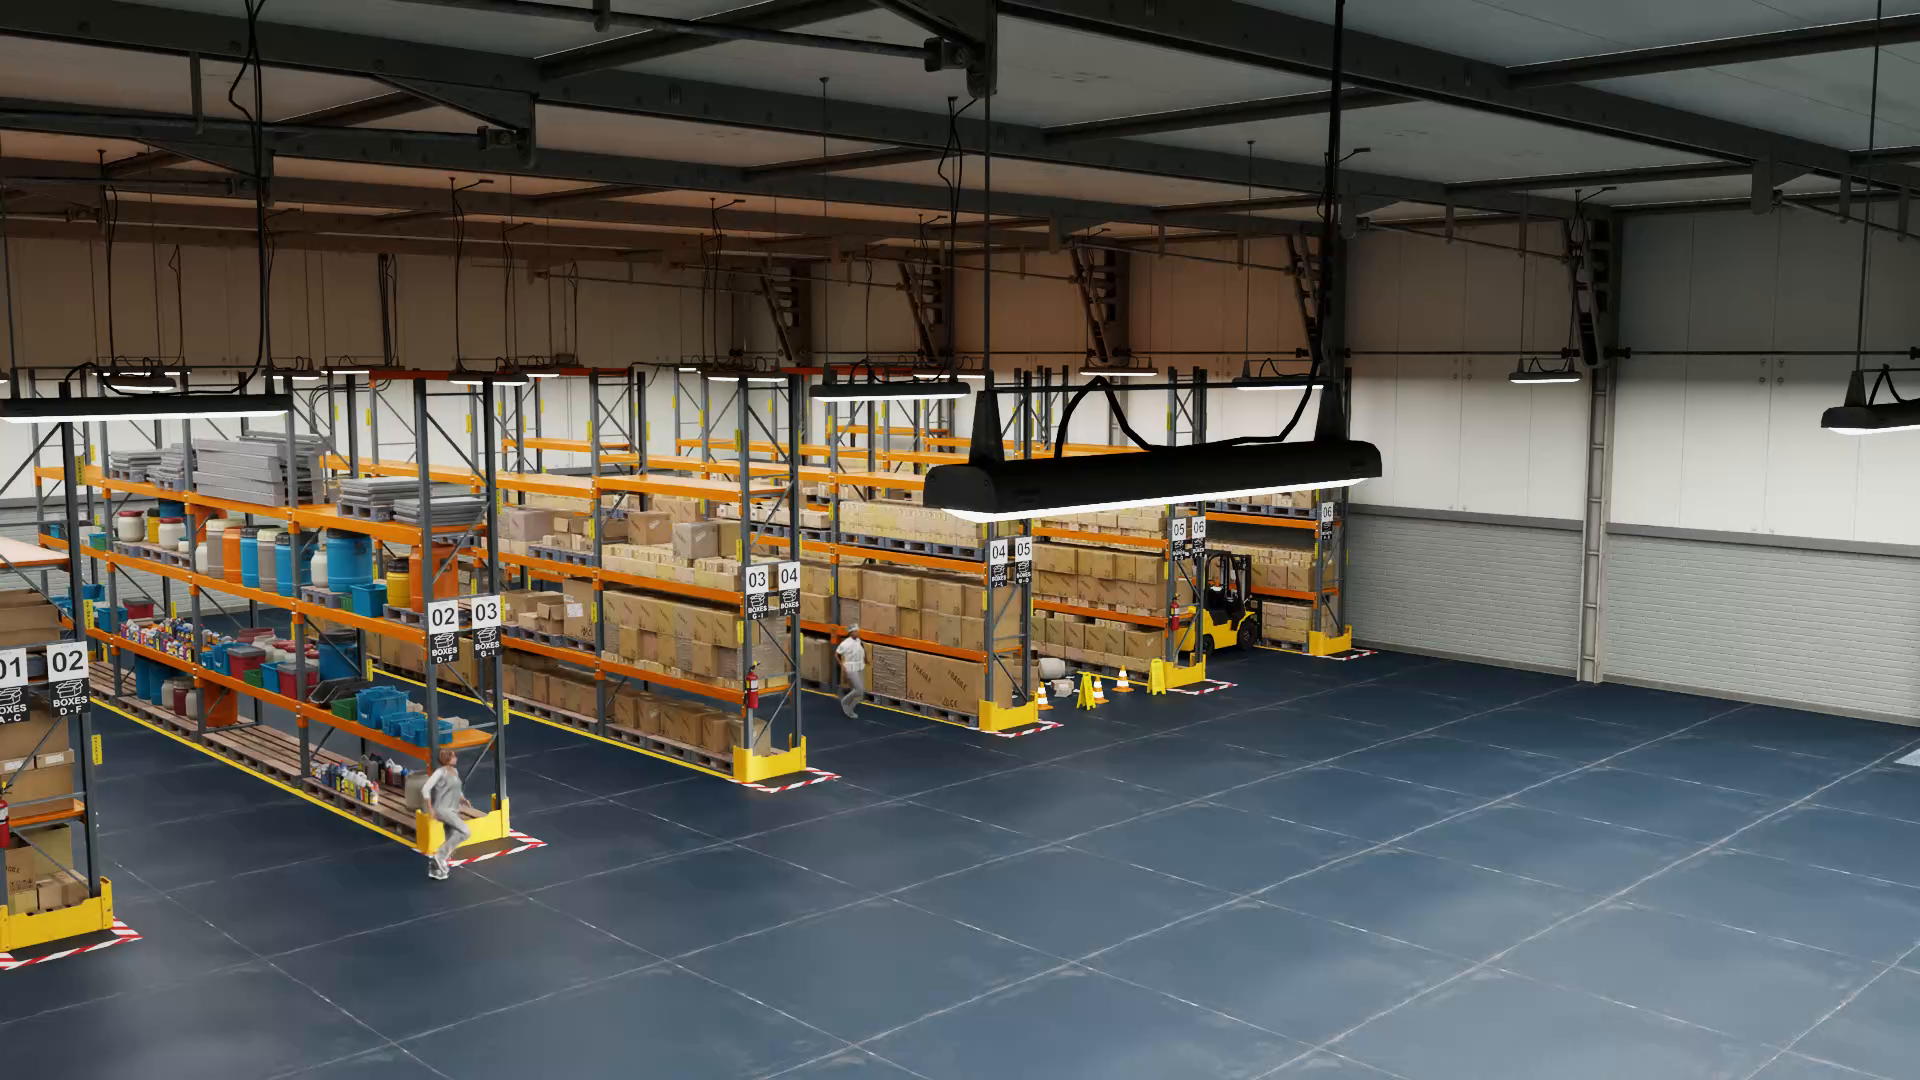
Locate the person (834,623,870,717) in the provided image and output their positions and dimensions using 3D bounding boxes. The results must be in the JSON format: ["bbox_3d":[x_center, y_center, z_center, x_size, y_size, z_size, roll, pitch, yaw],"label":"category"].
[{"bbox_3d":[-1.796,2.263,28.772,0.562,1.656,0.561,5,8,35],"label":"person"}]

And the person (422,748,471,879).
[{"bbox_3d":[-6.156,3.298,20.133,0.538,1.527,0.549,1,6,7],"label":"person"}]
